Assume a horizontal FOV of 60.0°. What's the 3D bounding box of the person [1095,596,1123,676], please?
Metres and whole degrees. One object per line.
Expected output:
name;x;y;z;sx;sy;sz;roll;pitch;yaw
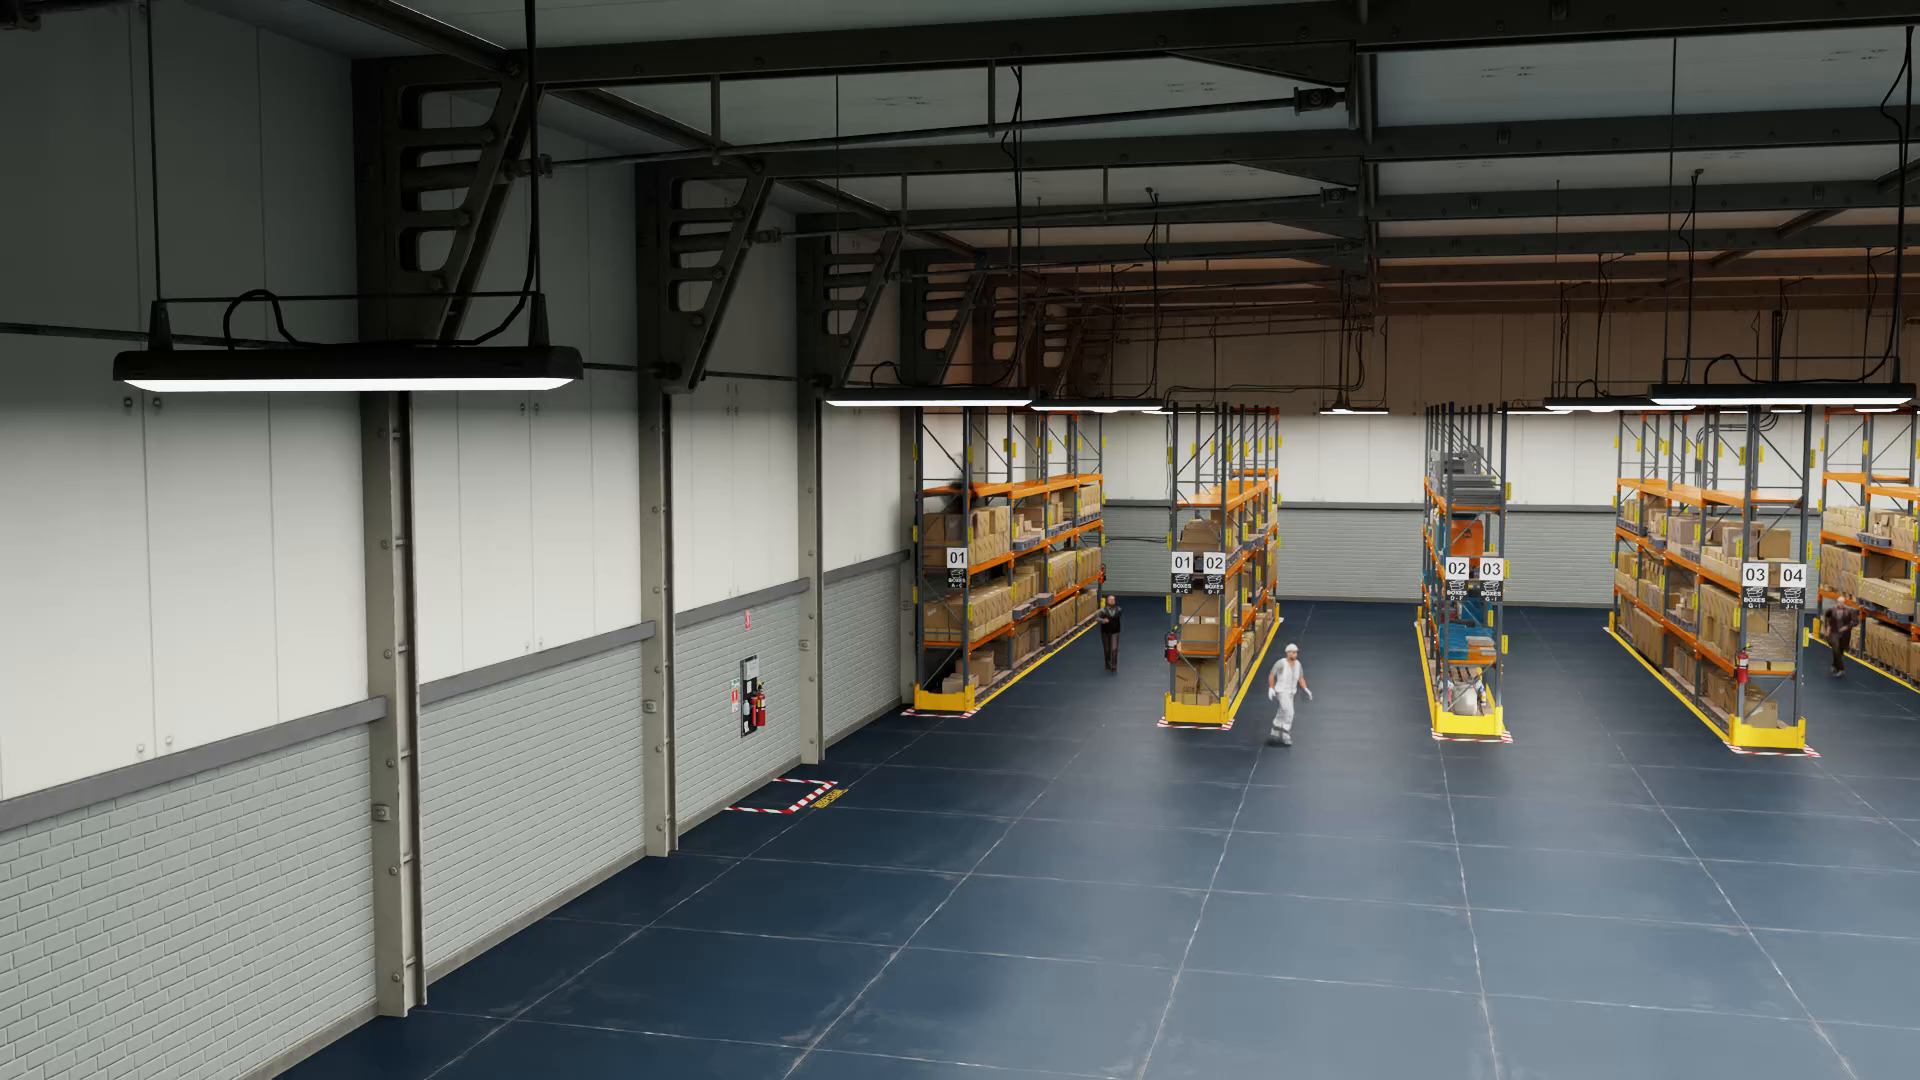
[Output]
person;3.343;2.120;37.176;0.642;1.767;0.857;0;4;-1

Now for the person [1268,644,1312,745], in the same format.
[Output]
person;5.718;2.672;29.069;0.576;1.745;0.755;-3;5;-36

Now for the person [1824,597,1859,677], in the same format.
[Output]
person;19.491;2.120;36.806;0.679;1.753;0.906;2;5;27
